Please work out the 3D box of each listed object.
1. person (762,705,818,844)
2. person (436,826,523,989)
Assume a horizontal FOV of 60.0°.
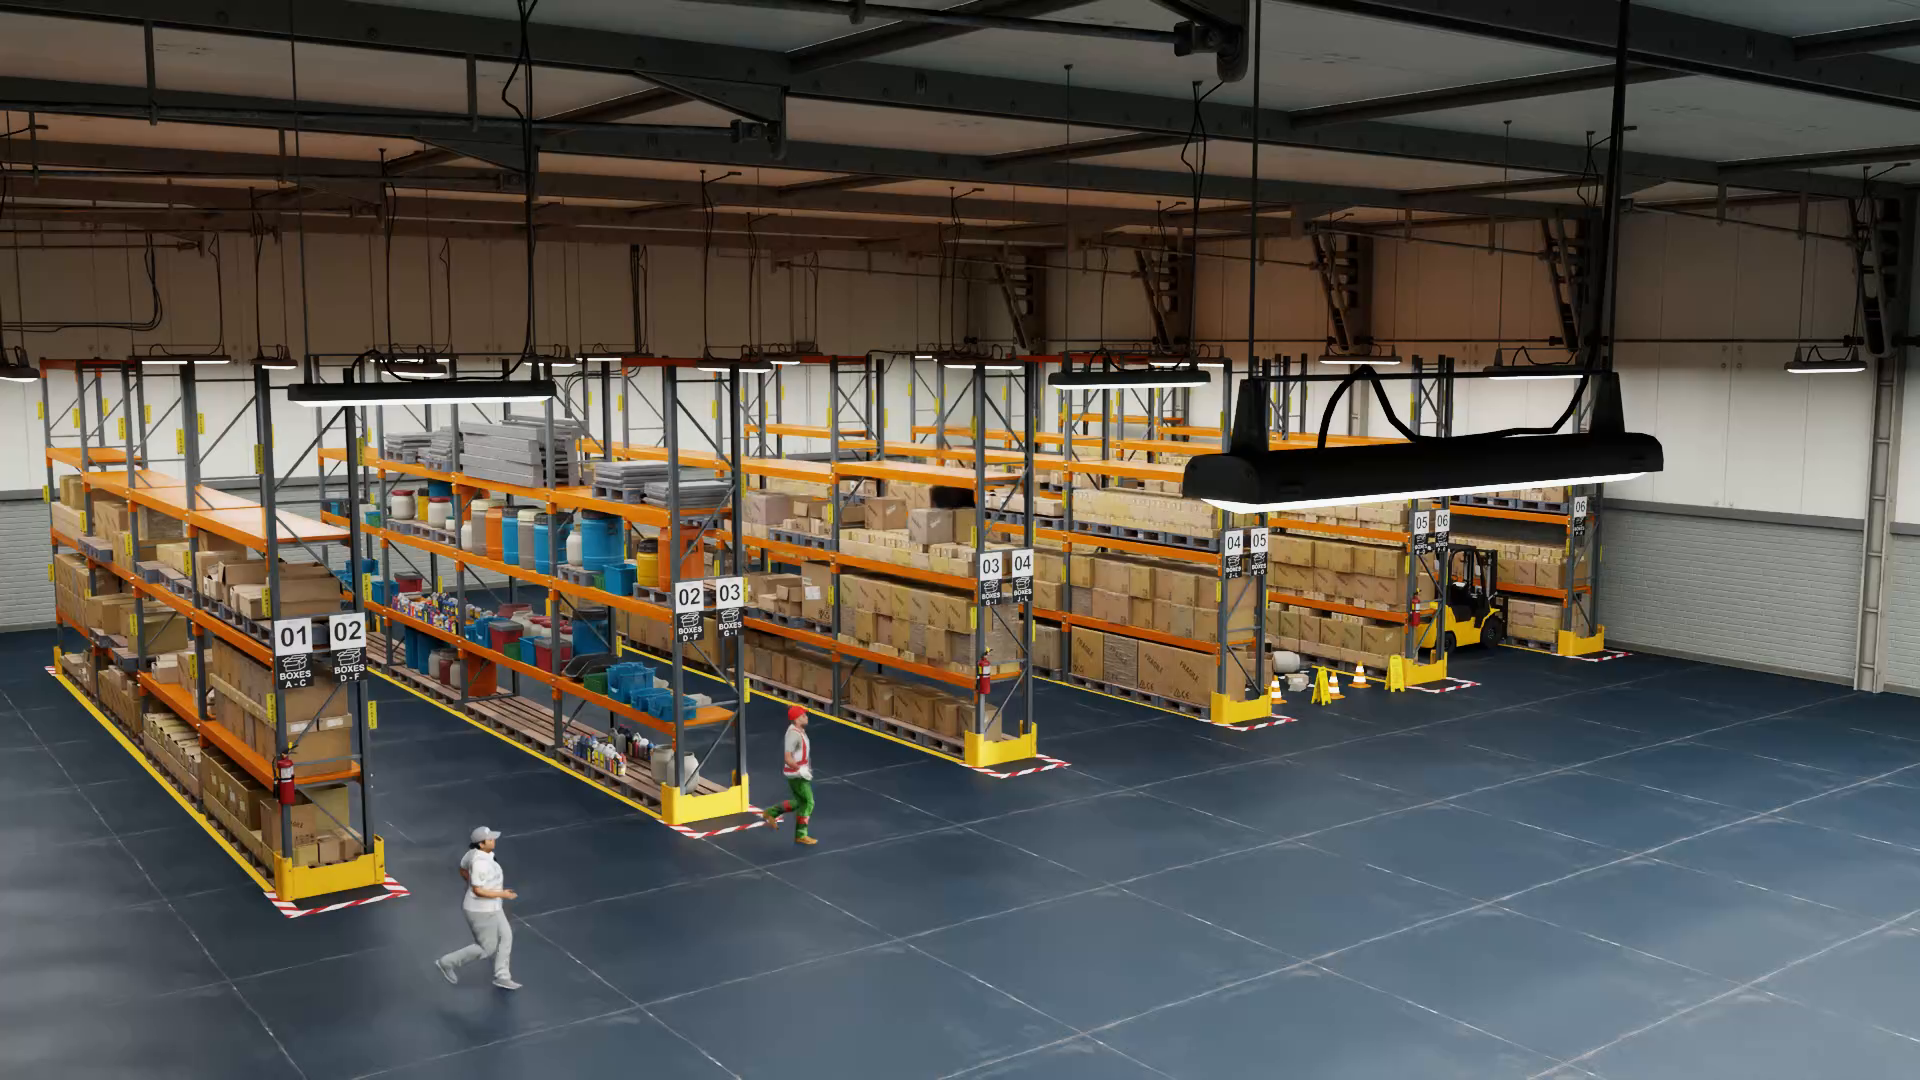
[{"bbox_3d":[-2.158,2.953,20.982,0.703,1.772,0.677,0,7,-3],"label":"person"},{"bbox_3d":[-4.690,3.609,16.167,0.807,1.681,0.613,-2,7,-16],"label":"person"}]
